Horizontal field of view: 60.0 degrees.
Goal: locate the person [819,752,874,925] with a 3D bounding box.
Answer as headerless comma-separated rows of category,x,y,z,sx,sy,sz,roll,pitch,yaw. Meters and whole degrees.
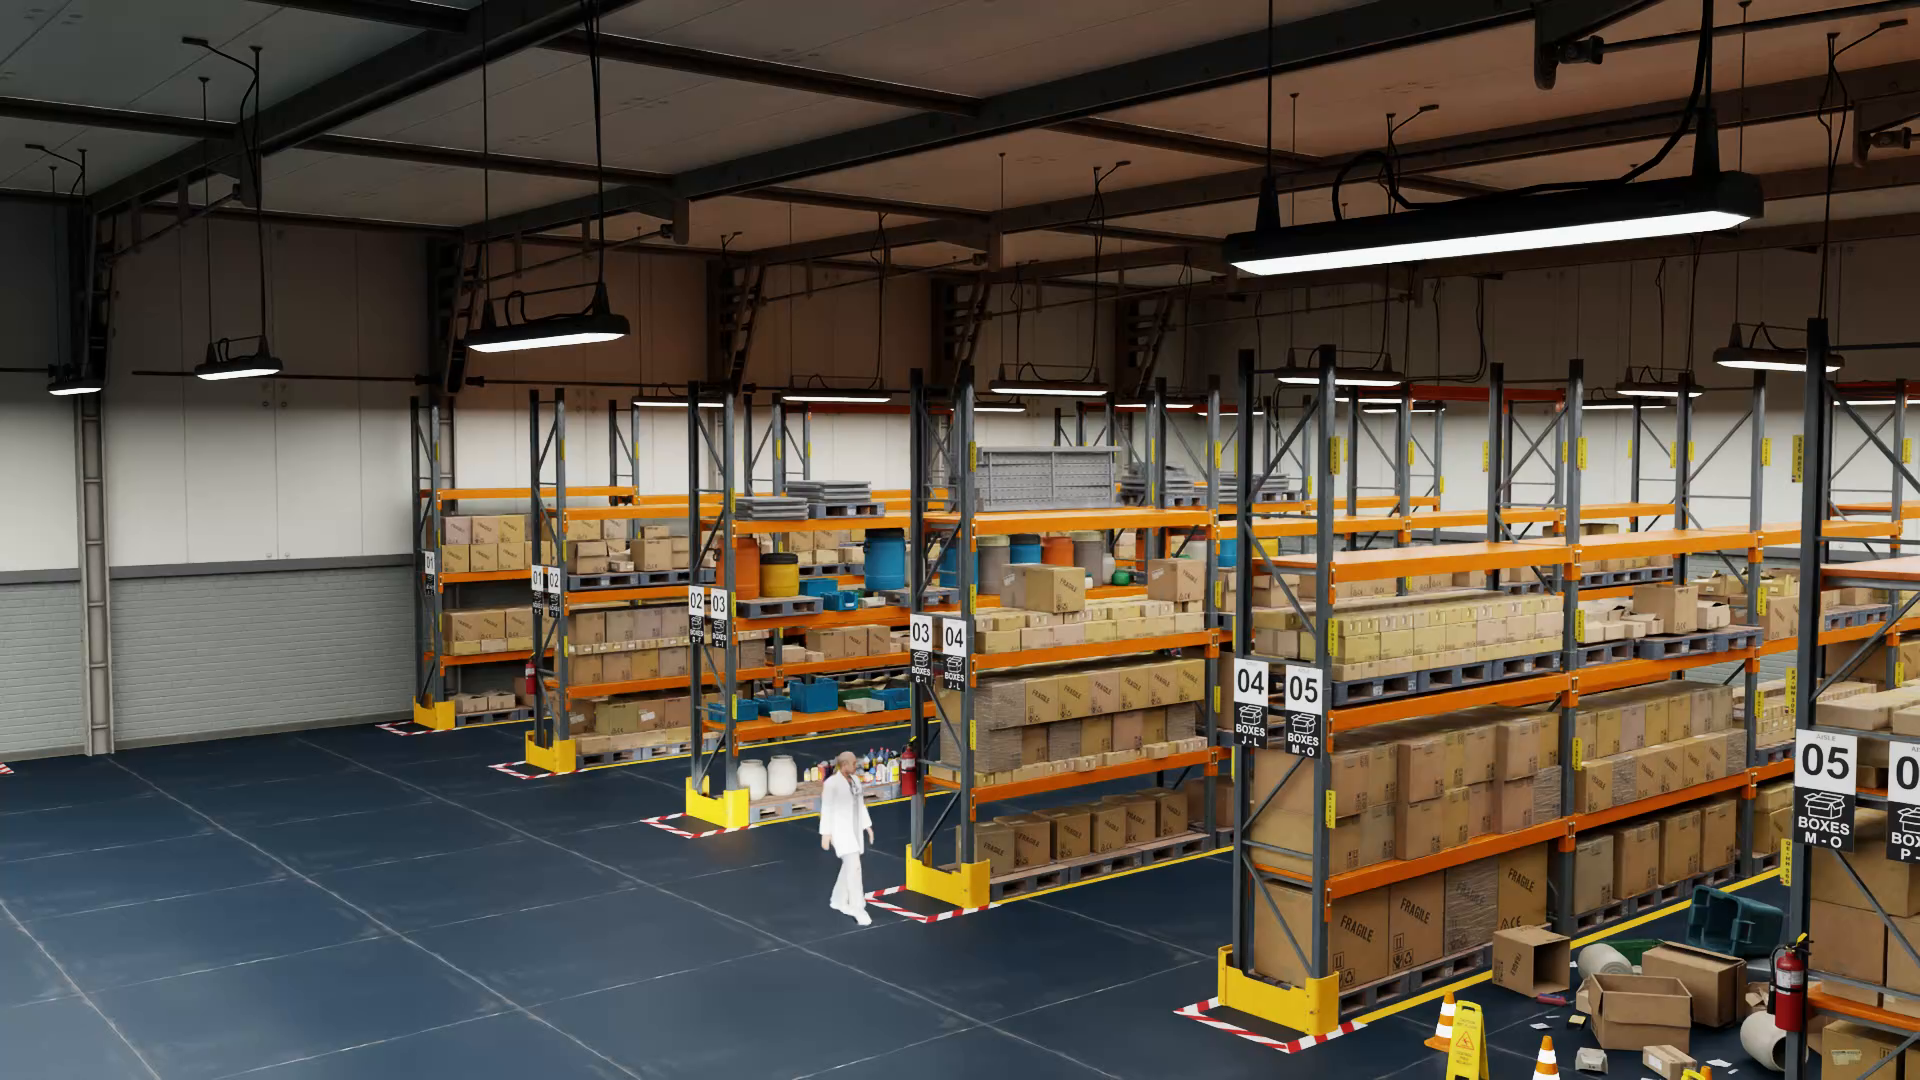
person,-1.151,3.214,18.120,0.720,1.793,0.602,2,4,33
